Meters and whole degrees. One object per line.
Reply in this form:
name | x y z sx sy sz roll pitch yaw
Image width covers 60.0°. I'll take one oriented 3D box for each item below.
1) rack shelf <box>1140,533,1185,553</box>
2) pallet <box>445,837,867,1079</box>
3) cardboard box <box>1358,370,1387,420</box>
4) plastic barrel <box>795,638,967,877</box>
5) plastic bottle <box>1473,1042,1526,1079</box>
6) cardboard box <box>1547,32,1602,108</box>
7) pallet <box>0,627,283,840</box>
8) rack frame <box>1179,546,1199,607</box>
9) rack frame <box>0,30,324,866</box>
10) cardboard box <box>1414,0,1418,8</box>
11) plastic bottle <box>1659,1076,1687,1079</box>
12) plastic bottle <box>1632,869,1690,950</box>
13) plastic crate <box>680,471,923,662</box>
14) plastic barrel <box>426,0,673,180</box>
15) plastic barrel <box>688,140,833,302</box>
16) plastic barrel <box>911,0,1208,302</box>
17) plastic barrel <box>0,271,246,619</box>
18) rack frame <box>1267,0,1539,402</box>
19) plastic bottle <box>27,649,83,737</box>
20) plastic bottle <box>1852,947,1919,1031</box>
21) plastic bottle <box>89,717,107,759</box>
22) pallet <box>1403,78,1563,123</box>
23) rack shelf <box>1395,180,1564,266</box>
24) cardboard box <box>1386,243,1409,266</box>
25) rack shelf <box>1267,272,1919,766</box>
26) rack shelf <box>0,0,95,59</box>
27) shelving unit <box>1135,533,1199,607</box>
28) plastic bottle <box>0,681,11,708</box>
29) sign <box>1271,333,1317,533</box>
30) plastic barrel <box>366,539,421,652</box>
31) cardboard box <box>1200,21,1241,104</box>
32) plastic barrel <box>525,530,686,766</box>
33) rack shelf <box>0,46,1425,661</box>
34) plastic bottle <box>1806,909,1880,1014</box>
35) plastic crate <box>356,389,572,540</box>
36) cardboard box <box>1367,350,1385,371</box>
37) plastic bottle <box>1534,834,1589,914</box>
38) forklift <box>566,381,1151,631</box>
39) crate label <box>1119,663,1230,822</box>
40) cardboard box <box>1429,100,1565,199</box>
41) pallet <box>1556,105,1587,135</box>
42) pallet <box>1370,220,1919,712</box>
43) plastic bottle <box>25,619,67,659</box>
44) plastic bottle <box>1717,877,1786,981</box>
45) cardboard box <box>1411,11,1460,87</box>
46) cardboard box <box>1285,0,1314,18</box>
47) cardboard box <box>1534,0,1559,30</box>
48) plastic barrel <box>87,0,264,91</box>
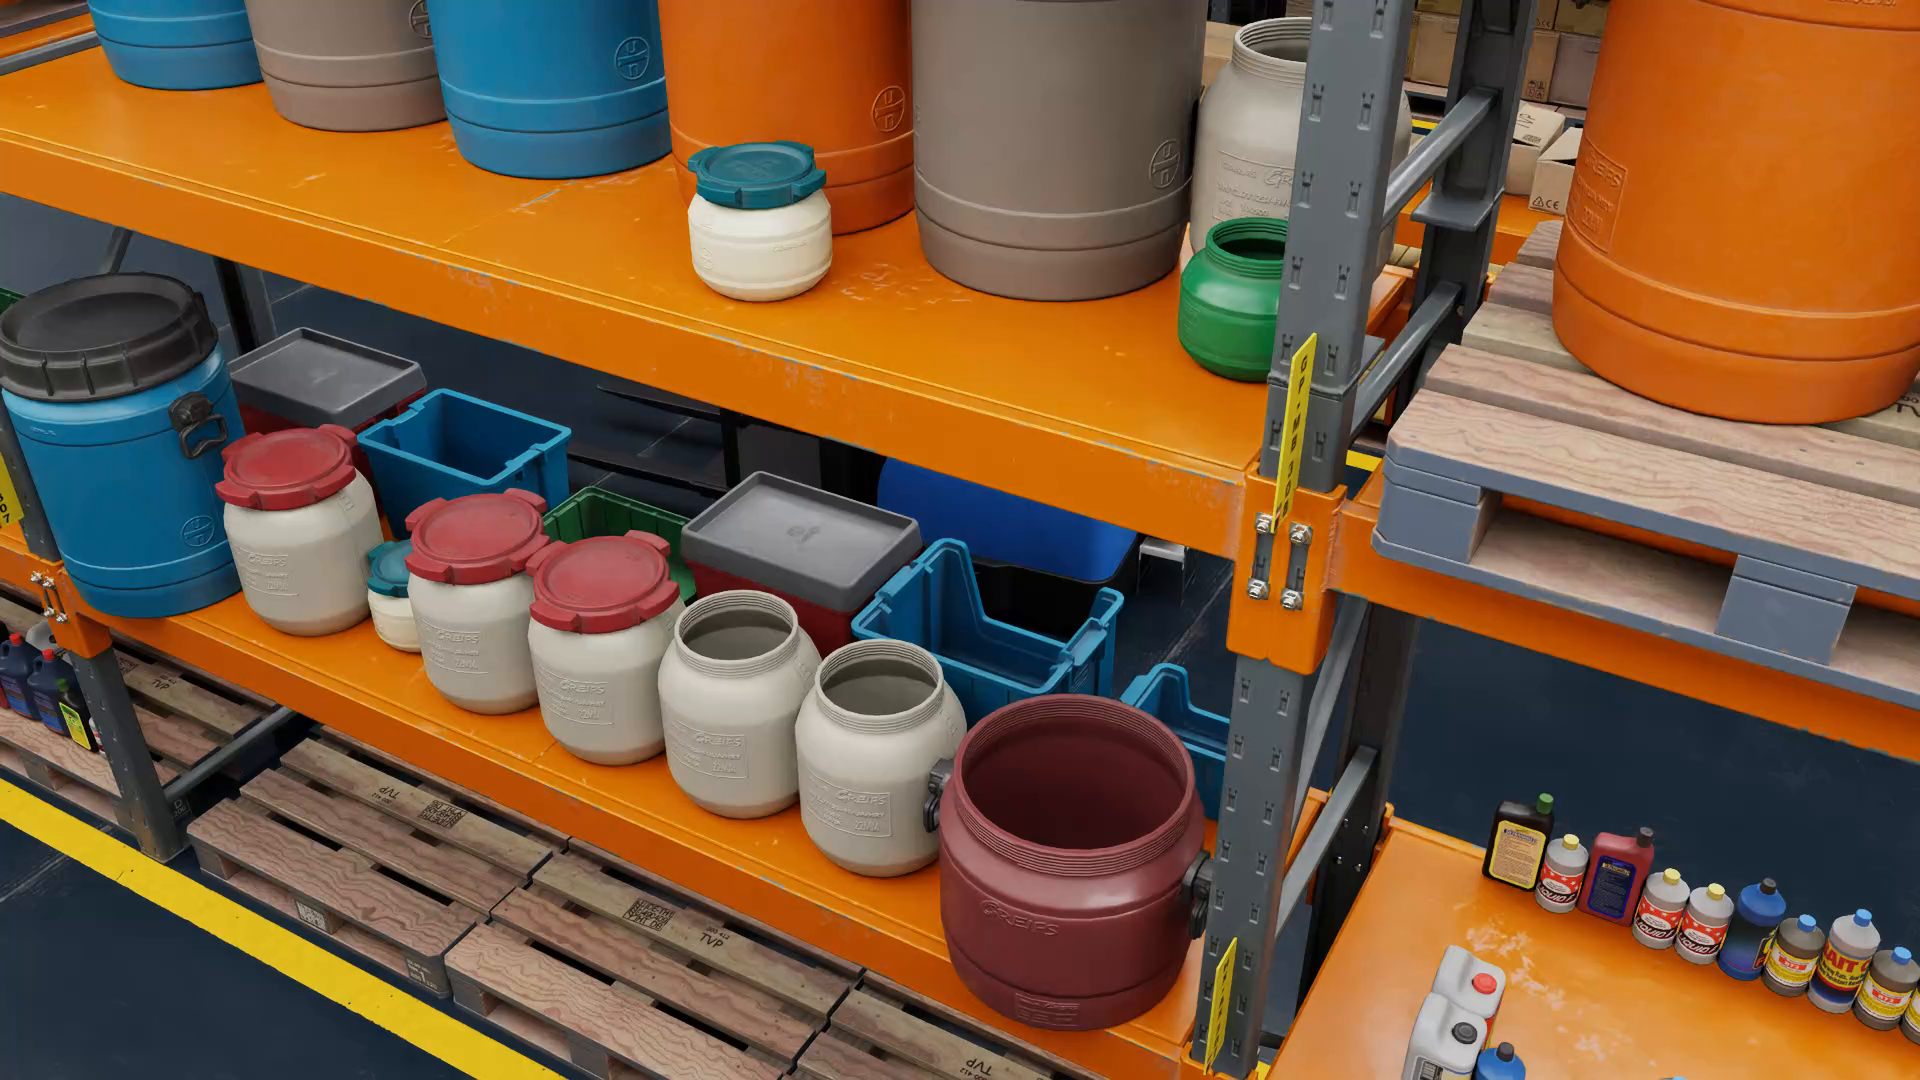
rack shelf | 0.920 -0.060 7.251 0.200 0.077 0.258 13 36 19
pallet | -0.903 1.362 5.515 1.213 0.211 1.003 18 37 24
cardboard box | 2.239 -0.811 8.364 0.500 0.250 0.500 17 37 24
plastic barrel | -0.194 0.542 4.129 0.421 0.512 0.421 0 34 0
plastic bottle | 1.108 1.142 3.445 0.097 0.271 0.097 0 34 0
cardboard box | 4.681 -3.512 12.176 0.500 0.500 0.700 18 37 24
pallet | -3.230 0.625 6.621 1.213 0.211 1.003 18 37 24
rack frame | 1.014 -0.141 7.150 0.006 0.900 0.240 13 36 19
rack frame | -2.667 -0.331 5.541 0.127 3.000 1.000 18 37 24
cardboard box | 3.280 -4.240 12.592 0.500 0.250 0.500 17 37 23
plastic bottle | 1.468 1.188 3.439 0.097 0.201 0.097 0 34 0
plastic bottle | 1.660 0.862 3.929 0.097 0.201 0.097 0 34 0
plastic crate | -0.446 0.151 4.760 0.583 0.464 0.402 18 37 24
plastic barrel | -0.983 -1.393 3.977 0.708 0.901 0.600 18 37 24
plastic barrel | -0.415 -0.659 3.452 0.301 0.262 0.301 0 34 0
plastic barrel | 0.200 -1.019 3.415 0.600 0.901 0.600 0 34 0
plastic barrel | -2.482 -0.288 5.024 0.708 0.901 0.600 18 37 24
rack frame | 0.805 -1.728 2.226 0.127 3.000 1.000 18 37 24
plastic bottle | -3.370 0.550 6.211 0.185 0.351 0.144 17 37 23
plastic bottle | 2.082 0.995 3.728 0.097 0.201 0.097 0 34 0
plastic bottle | -3.137 0.701 6.119 0.097 0.201 0.097 0 34 0
pallet | 3.988 -3.390 12.650 1.213 0.211 1.003 18 37 24
rack shelf | 1.530 -1.864 8.492 4.000 0.370 1.077 18 37 24
cardboard box | 2.056 -1.445 8.809 0.500 0.311 0.500 17 37 23
rack shelf | 2.542 0.370 2.431 4.000 0.370 1.077 18 37 24
rack shelf | -4.404 -1.830 5.735 4.000 0.370 1.077 18 37 24
shelving unit | 0.920 -0.163 7.183 0.210 0.900 0.258 13 36 19
plastic bottle | -3.698 0.500 6.346 0.133 0.283 0.061 20 39 27
sign | 0.539 -0.169 2.686 0.005 0.325 0.100 18 37 24
plastic barrel | -1.594 0.164 4.922 0.301 0.262 0.301 0 34 0
cardboard box | 1.345 -2.254 8.338 0.500 0.500 0.500 18 38 24
plastic barrel | -0.933 0.302 4.468 0.433 0.535 0.433 0 34 0
rack shelf | -0.931 -0.730 4.083 4.000 0.370 1.077 18 37 24
plastic bottle | 1.998 0.939 3.749 0.097 0.271 0.097 0 34 0
plastic crate | -1.555 -0.171 5.315 0.575 0.384 0.392 18 37 24
cardboard box | 2.235 -1.043 8.206 0.500 0.311 0.500 17 37 24
plastic bottle | 1.459 0.798 4.024 0.097 0.201 0.097 0 34 0
forklift | -0.578 -1.355 7.140 3.031 2.935 1.130 13 36 19
crate label | 0.626 0.542 4.380 0.416 0.233 0.303 18 37 24
cardboard box | 2.586 -1.916 8.001 0.500 0.311 0.500 17 37 24
pallet | 5.043 -3.054 12.145 1.213 0.211 1.003 18 37 24
pallet | 1.421 -0.144 2.723 1.213 0.211 1.003 18 37 24
plastic bottle | -3.485 0.450 6.428 0.135 0.276 0.152 18 37 24
plastic bottle | 1.829 0.886 3.829 0.097 0.271 0.097 0 34 0
cardboard box | 3.792 -3.769 12.562 0.500 0.500 0.700 18 38 25
cardboard box | 2.896 -4.047 12.979 0.500 0.500 0.700 19 38 26
cardboard box | 4.157 -3.952 12.161 0.500 0.250 0.500 17 37 24
plastic barrel | -2.118 -1.753 4.517 0.708 0.901 0.600 18 37 24
